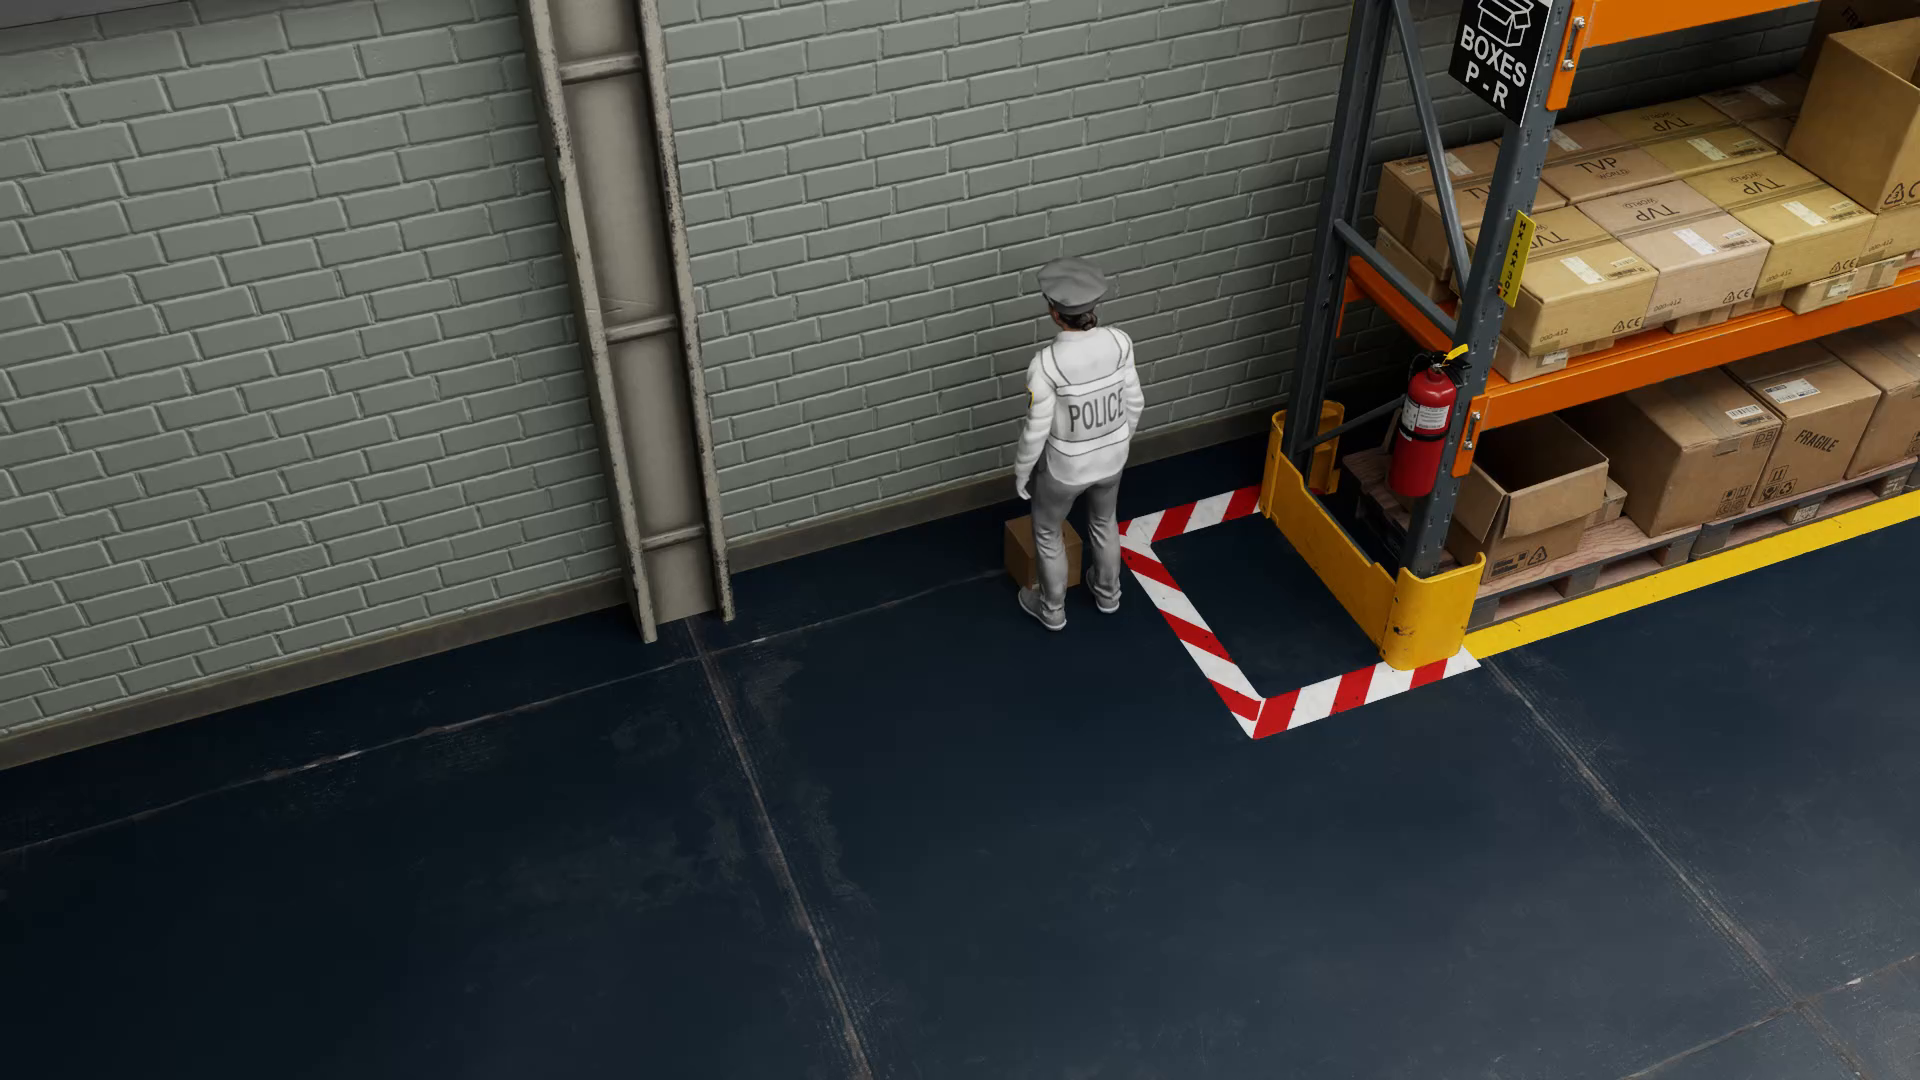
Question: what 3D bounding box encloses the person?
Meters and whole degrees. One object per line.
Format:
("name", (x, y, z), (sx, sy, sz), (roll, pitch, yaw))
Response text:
("person", (0.453, -0.321, 6.514), (0.540, 1.662, 0.374), (-18, 45, -19))
